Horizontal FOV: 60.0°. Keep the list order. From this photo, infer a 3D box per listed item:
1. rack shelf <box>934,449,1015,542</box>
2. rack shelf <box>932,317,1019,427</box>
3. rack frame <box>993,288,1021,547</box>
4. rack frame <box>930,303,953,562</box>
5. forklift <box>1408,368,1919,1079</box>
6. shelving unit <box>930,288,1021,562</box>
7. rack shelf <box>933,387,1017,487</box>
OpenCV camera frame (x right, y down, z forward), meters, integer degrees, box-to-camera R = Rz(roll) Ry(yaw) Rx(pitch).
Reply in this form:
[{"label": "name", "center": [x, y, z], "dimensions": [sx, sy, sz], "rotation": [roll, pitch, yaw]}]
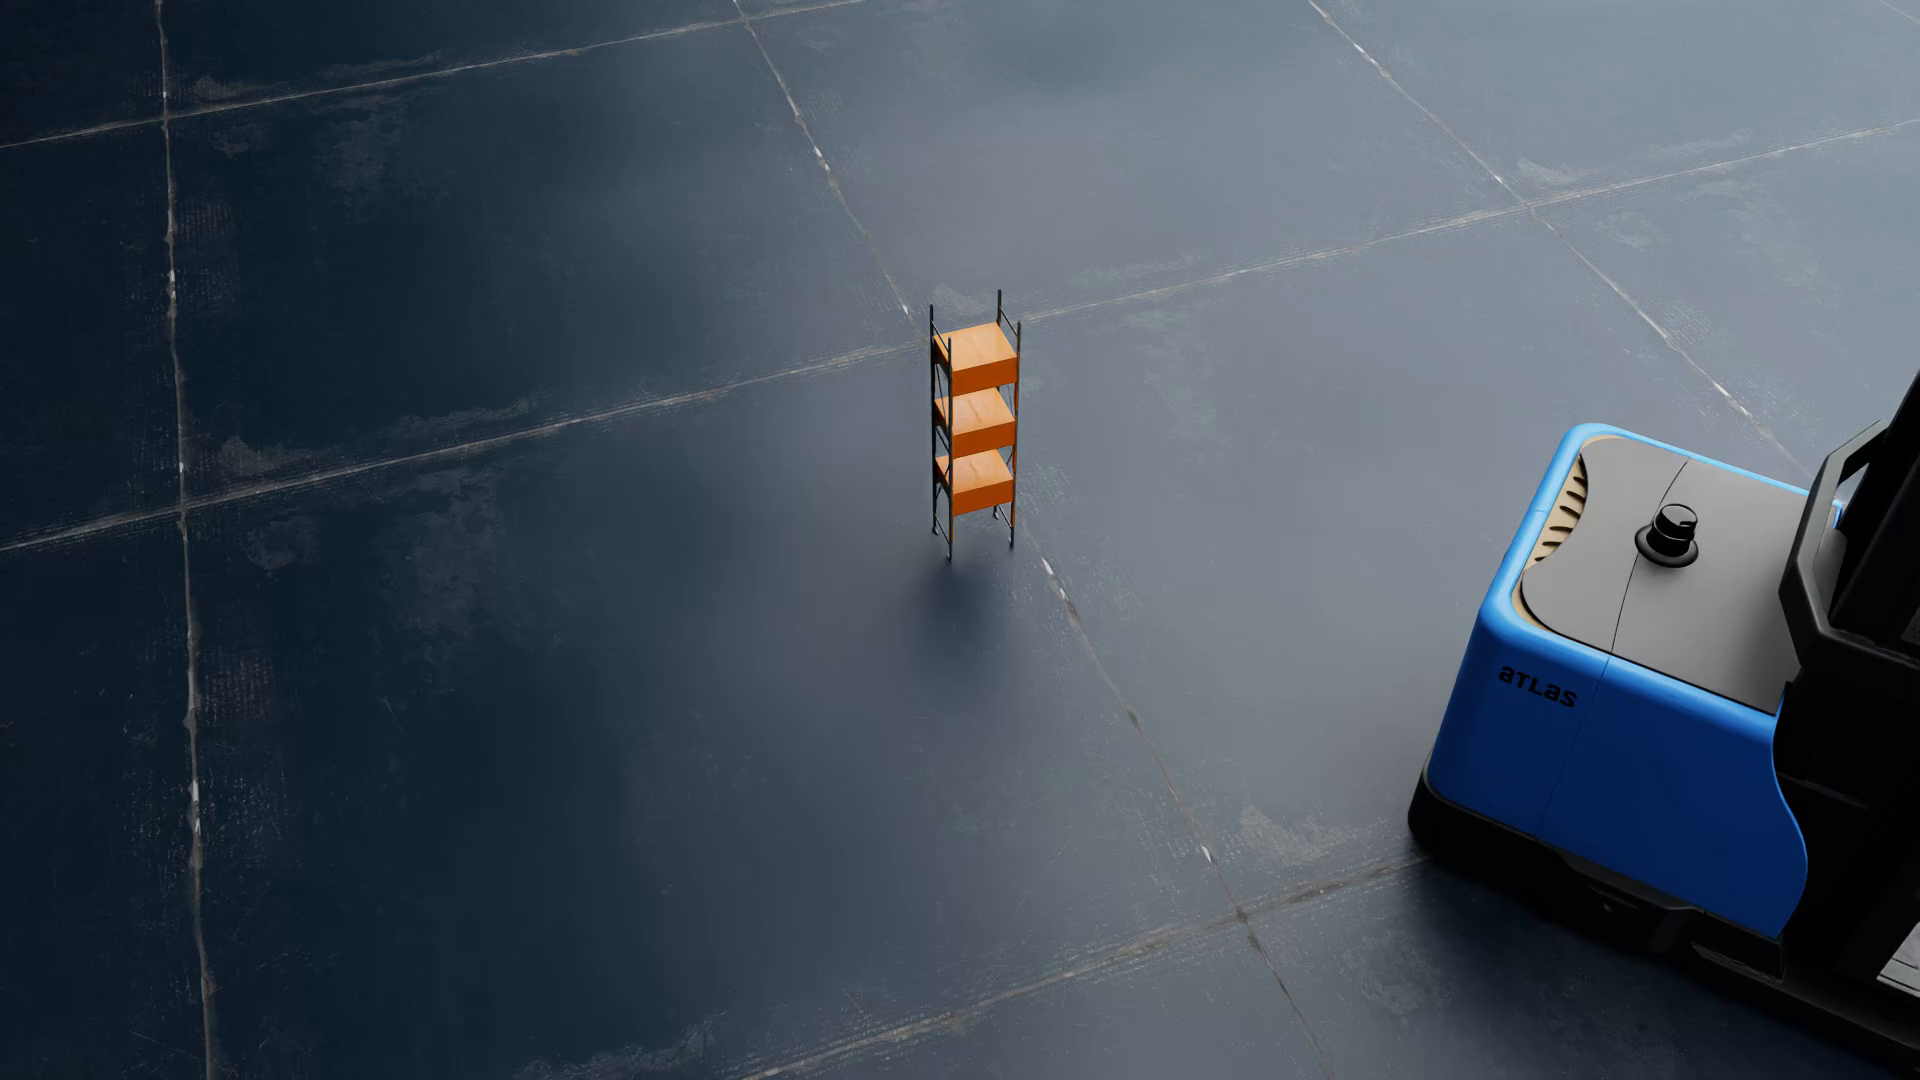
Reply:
[{"label": "rack shelf", "center": [0.050, -0.180, 6.095], "dimensions": [0.240, 0.259, 0.215], "rotation": [-14, 47, -14]}, {"label": "rack shelf", "center": [0.050, -0.576, 5.697], "dimensions": [0.240, 0.259, 0.215], "rotation": [-14, 47, -14]}, {"label": "rack frame", "center": [0.165, -0.413, 5.920], "dimensions": [0.008, 1.050, 0.200], "rotation": [-14, 47, -14]}, {"label": "rack frame", "center": [-0.064, -0.354, 5.862], "dimensions": [0.008, 1.050, 0.200], "rotation": [-14, 47, -14]}, {"label": "forklift", "center": [2.949, 0.160, 4.022], "dimensions": [3.031, 2.935, 1.130], "rotation": [22, 49, 21]}, {"label": "shelving unit", "center": [0.050, -0.383, 5.891], "dimensions": [0.252, 1.050, 0.215], "rotation": [-14, 47, -14]}, {"label": "rack shelf", "center": [0.050, -0.376, 5.898], "dimensions": [0.240, 0.259, 0.215], "rotation": [-14, 47, -14]}]
